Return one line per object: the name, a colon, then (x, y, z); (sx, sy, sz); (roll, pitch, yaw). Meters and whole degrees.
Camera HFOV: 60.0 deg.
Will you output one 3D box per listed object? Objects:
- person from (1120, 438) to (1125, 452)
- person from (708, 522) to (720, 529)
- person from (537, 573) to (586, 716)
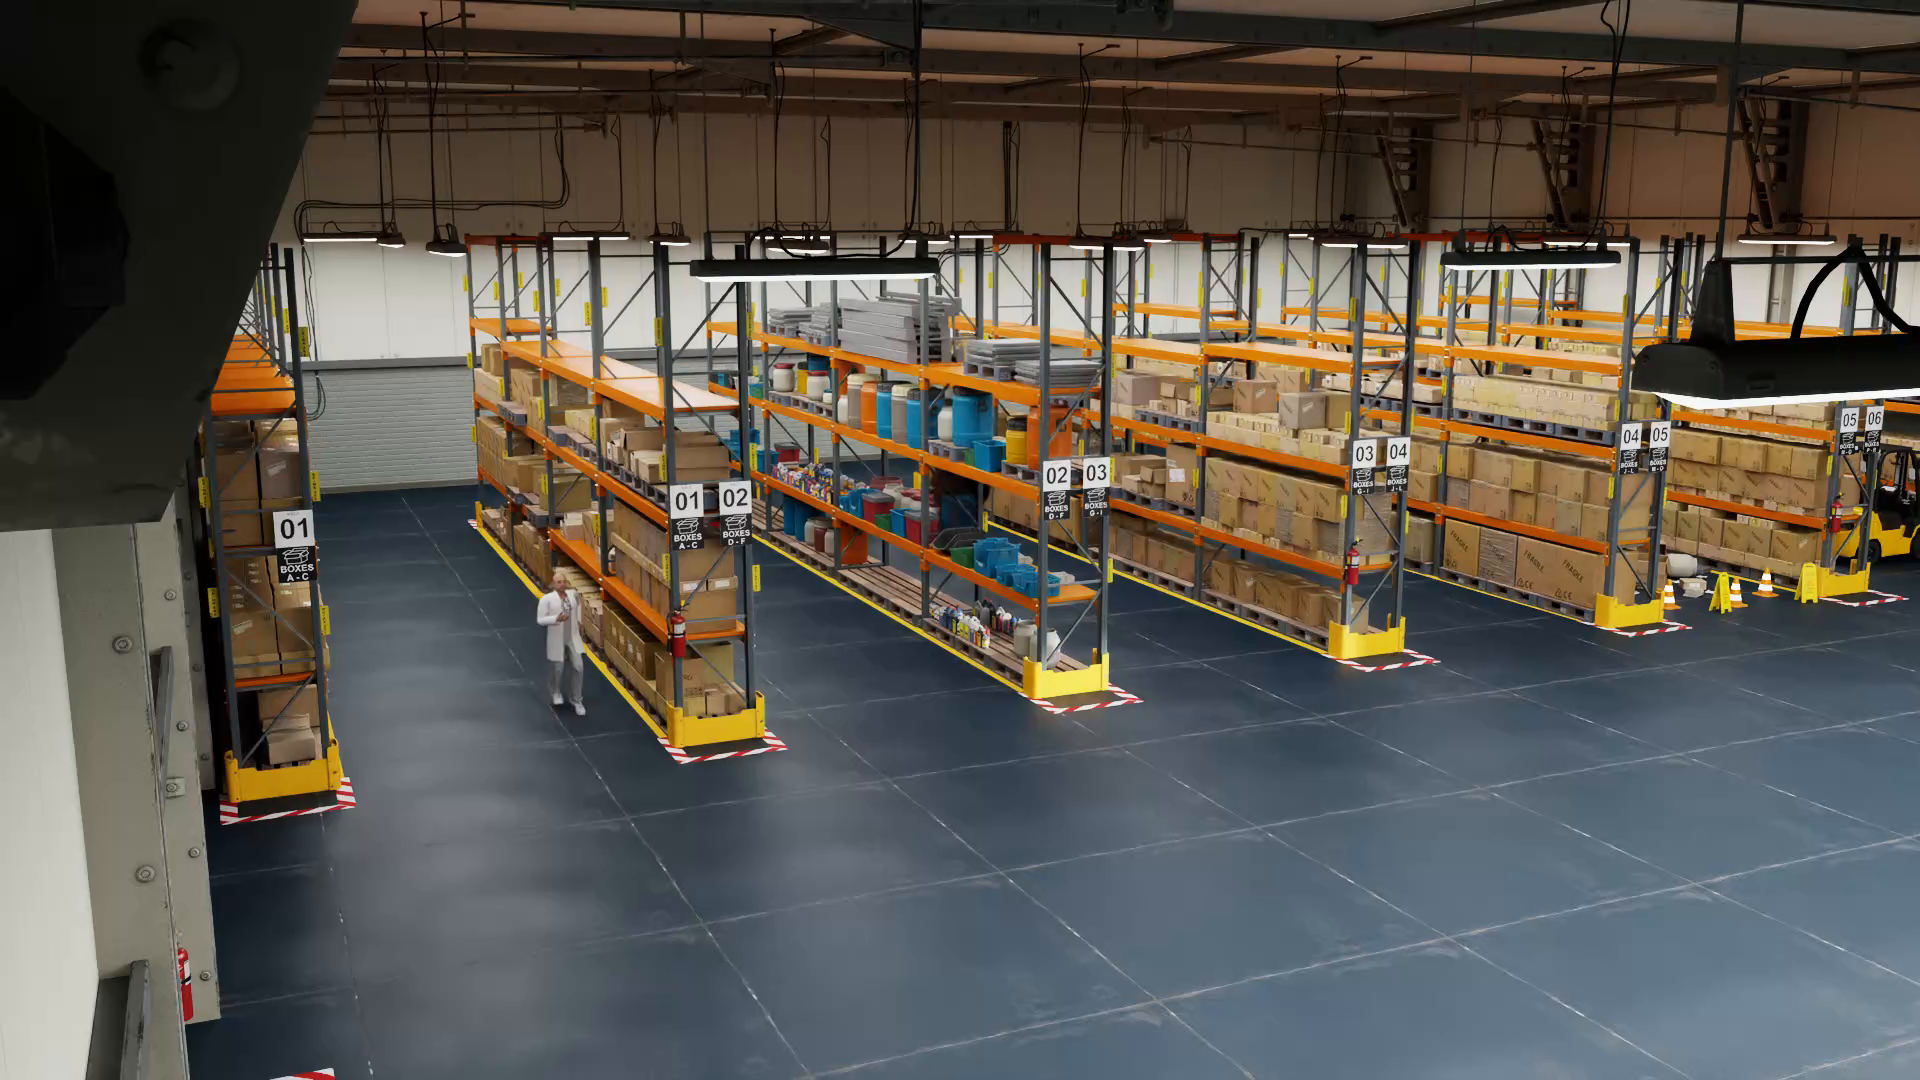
person: (4.244, -2.568, 41.967); (0.851, 1.692, 0.579); (-6, 13, -30)
person: (-4.373, -0.146, 29.495); (0.679, 1.668, 0.622); (-9, 14, -39)
person: (-5.149, 1.325, 21.567); (0.685, 1.831, 0.832); (-7, 13, -31)
